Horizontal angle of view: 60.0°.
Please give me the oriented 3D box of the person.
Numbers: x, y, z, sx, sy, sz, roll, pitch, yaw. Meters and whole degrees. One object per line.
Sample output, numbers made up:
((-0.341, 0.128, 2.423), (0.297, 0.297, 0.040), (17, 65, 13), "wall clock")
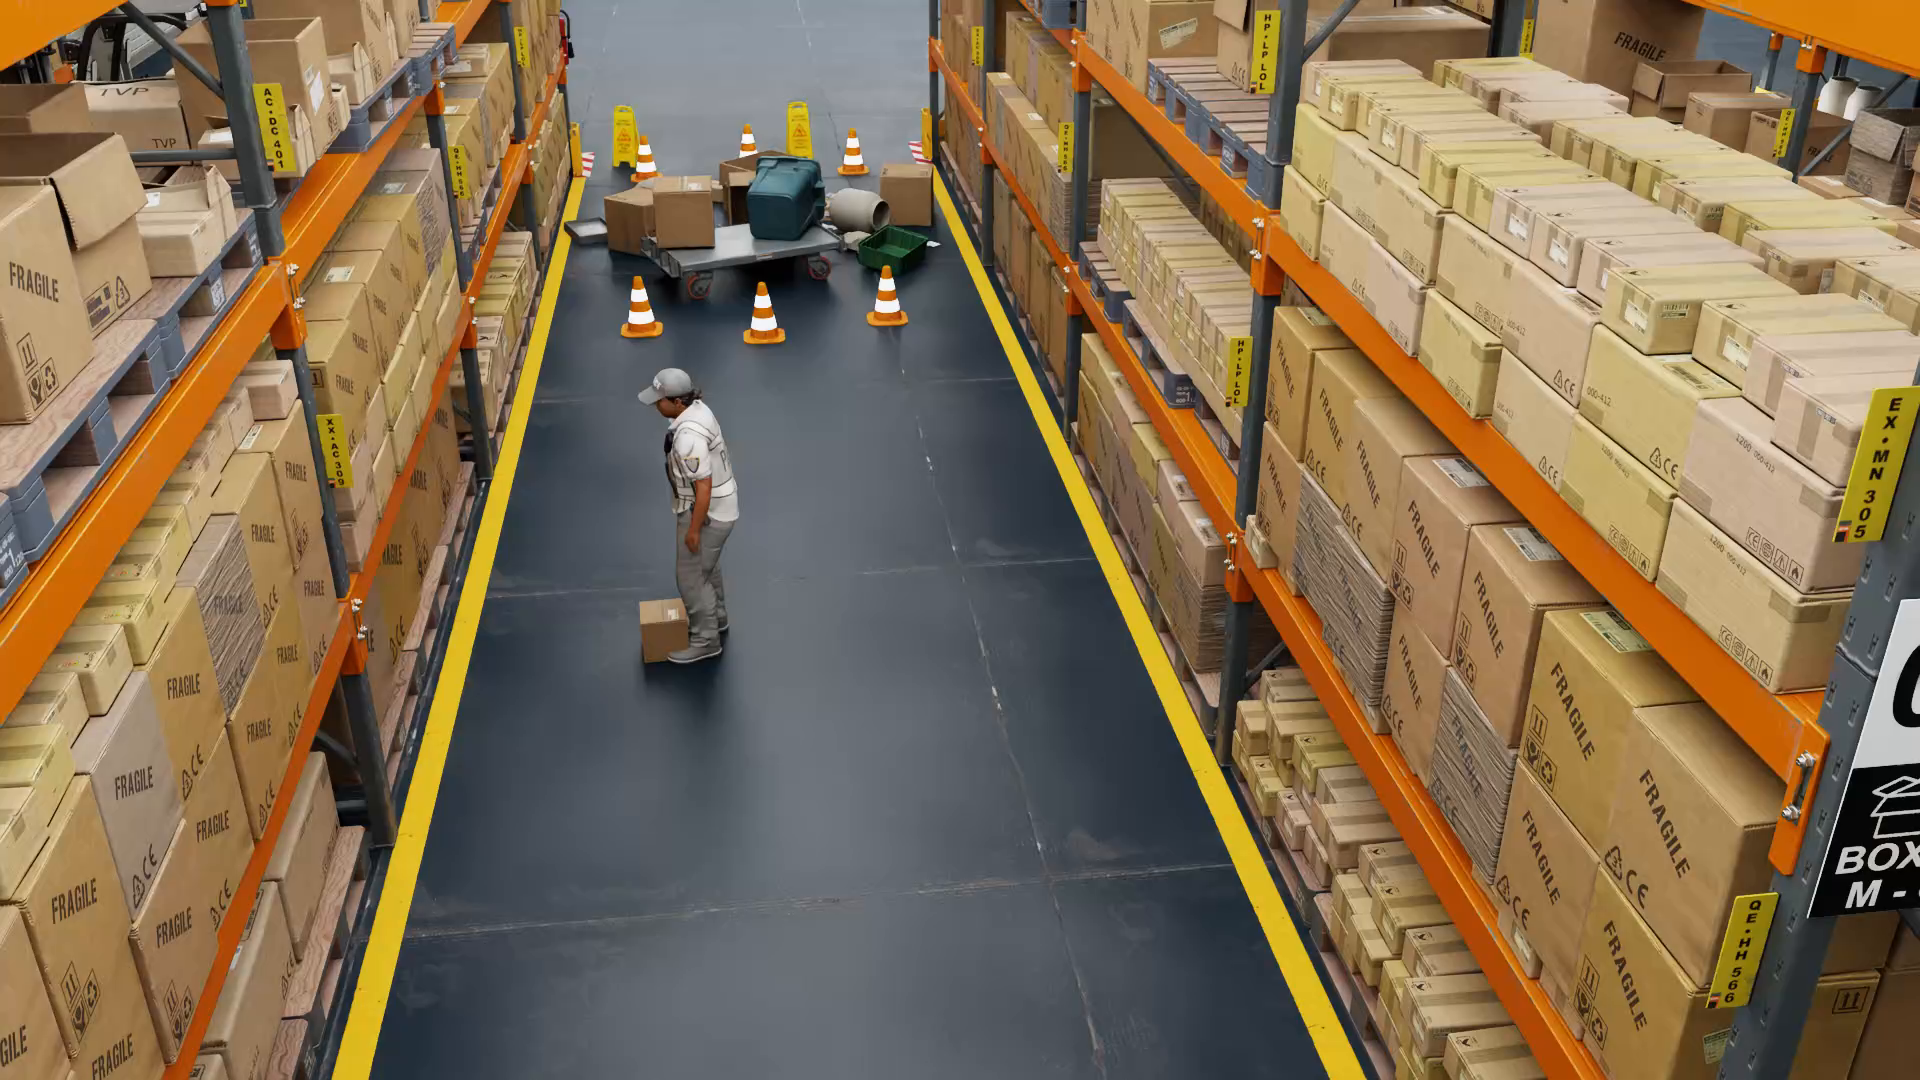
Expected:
((-1.421, -0.149, 8.901), (0.473, 1.666, 0.547), (-4, 28, -8), "person")
